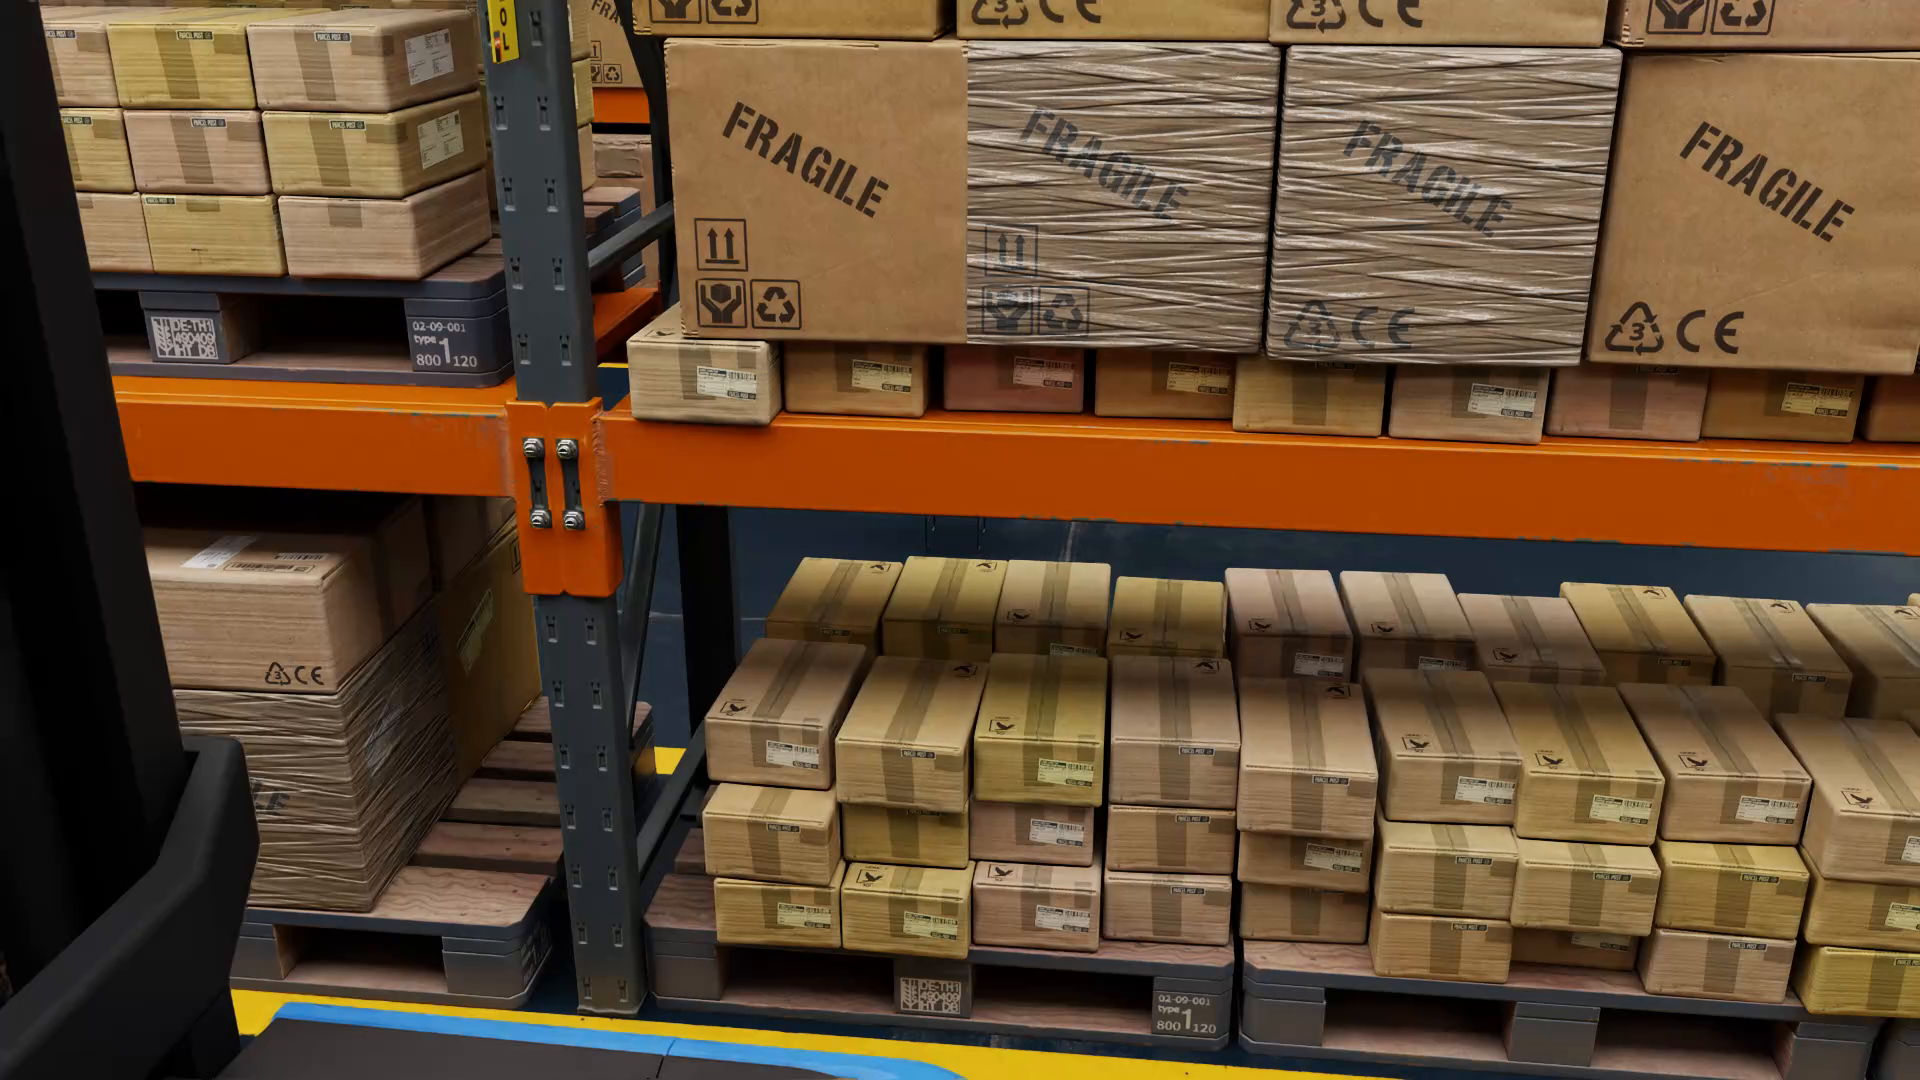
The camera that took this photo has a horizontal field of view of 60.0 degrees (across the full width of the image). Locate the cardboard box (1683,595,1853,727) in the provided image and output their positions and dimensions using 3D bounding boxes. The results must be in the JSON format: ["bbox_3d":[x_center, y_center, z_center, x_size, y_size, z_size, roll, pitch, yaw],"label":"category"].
[{"bbox_3d":[1.768,0.268,3.678,0.250,0.149,0.380,3,22,8],"label":"cardboard box"}]

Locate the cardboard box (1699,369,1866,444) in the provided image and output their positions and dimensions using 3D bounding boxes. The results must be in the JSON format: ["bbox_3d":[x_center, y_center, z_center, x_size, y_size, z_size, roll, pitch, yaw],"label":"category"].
[{"bbox_3d":[1.410,-0.304,2.972,0.250,0.149,0.380,3,22,7],"label":"cardboard box"}]

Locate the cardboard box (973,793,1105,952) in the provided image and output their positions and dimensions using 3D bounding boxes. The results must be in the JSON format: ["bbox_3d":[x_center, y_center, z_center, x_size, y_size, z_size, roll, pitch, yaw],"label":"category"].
[{"bbox_3d":[0.170,0.677,3.454,0.250,0.149,0.380,2,22,6],"label":"cardboard box"}]

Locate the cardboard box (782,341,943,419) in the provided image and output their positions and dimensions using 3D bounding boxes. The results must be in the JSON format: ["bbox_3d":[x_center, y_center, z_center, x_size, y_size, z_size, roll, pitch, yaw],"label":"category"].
[{"bbox_3d":[-0.163,-0.357,3.106,0.250,0.149,0.380,3,22,8],"label":"cardboard box"}]

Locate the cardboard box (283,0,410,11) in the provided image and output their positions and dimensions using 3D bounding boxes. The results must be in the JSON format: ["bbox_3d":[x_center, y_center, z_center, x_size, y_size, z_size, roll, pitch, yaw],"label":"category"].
[{"bbox_3d":[-1.286,-1.140,3.705,0.250,0.149,0.380,3,22,8],"label":"cardboard box"}]

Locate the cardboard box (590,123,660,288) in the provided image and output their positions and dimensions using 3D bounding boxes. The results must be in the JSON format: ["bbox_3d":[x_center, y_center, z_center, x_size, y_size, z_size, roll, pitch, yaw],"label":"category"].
[{"bbox_3d":[-1.512,-1.663,8.384,0.875,0.875,1.225,2,22,4],"label":"cardboard box"}]

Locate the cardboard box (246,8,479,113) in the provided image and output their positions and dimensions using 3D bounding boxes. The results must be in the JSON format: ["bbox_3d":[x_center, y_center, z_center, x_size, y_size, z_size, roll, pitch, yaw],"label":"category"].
[{"bbox_3d":[-1.092,-0.891,3.076,0.250,0.149,0.380,3,22,9],"label":"cardboard box"}]

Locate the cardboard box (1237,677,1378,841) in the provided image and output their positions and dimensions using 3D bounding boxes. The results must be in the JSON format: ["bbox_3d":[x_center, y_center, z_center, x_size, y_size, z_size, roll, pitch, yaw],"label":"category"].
[{"bbox_3d":[0.675,0.425,3.283,0.250,0.149,0.380,3,22,7],"label":"cardboard box"}]

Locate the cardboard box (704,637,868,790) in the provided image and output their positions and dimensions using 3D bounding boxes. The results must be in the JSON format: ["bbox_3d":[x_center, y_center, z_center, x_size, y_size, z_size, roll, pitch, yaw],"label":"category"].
[{"bbox_3d":[-0.353,0.354,3.461,0.250,0.149,0.380,3,22,8],"label":"cardboard box"}]

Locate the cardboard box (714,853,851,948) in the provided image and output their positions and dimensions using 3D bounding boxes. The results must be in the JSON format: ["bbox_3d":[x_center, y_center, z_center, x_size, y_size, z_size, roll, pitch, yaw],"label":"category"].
[{"bbox_3d":[-0.347,0.673,3.463,0.250,0.149,0.380,2,22,4],"label":"cardboard box"}]

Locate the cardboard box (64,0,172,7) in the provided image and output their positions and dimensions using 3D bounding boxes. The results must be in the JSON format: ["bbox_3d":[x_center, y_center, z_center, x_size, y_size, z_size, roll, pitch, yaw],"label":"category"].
[{"bbox_3d":[-1.787,-1.164,3.765,0.250,0.149,0.380,2,22,6],"label":"cardboard box"}]

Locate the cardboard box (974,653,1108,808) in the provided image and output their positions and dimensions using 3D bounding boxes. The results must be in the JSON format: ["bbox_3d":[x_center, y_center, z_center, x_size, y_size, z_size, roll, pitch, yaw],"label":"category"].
[{"bbox_3d":[0.170,0.381,3.394,0.250,0.149,0.380,2,22,6],"label":"cardboard box"}]

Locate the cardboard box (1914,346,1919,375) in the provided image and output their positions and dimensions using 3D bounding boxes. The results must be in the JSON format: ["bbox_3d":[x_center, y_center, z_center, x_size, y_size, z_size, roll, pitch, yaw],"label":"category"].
[{"bbox_3d":[1.809,-0.570,2.761,0.500,0.500,0.500,3,22,6],"label":"cardboard box"}]

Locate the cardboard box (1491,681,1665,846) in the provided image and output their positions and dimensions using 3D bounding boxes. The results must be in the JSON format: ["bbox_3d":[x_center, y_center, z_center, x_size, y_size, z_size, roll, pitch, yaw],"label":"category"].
[{"bbox_3d":[1.196,0.431,3.266,0.250,0.149,0.380,3,22,7],"label":"cardboard box"}]

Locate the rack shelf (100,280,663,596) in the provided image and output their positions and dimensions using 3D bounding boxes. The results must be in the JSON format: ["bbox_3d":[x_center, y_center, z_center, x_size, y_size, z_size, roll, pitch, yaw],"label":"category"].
[{"bbox_3d":[-2.657,-0.342,3.704,4.000,0.370,1.077,2,22,6],"label":"rack shelf"}]

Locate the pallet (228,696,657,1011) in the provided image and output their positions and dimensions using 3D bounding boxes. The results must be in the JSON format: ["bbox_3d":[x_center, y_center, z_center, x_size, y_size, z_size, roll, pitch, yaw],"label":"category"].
[{"bbox_3d":[-1.444,0.674,3.949,1.213,0.211,1.003,2,22,6],"label":"pallet"}]

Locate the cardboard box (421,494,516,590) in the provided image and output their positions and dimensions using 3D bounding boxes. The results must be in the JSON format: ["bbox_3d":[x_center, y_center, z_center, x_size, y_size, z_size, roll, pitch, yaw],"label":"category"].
[{"bbox_3d":[-1.374,-0.100,3.922,0.500,0.250,0.500,2,22,4],"label":"cardboard box"}]

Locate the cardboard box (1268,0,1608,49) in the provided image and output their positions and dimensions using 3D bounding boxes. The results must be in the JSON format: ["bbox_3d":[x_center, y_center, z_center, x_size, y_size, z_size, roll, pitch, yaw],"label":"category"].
[{"bbox_3d":[0.762,-1.081,2.695,0.500,0.500,0.500,3,22,7],"label":"cardboard box"}]

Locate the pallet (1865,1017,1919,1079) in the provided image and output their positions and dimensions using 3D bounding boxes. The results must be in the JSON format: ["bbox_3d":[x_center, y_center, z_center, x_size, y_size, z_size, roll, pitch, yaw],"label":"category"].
[{"bbox_3d":[2.423,0.828,3.557,1.213,0.211,1.003,2,22,6],"label":"pallet"}]

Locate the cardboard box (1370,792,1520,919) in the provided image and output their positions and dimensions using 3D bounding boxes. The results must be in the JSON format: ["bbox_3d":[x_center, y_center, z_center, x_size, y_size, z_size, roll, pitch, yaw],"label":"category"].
[{"bbox_3d":[0.941,0.577,3.301,0.250,0.149,0.380,2,22,6],"label":"cardboard box"}]

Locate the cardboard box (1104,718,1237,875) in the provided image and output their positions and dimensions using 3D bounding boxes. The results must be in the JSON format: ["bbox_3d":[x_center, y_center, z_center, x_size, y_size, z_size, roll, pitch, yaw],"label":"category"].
[{"bbox_3d":[0.427,0.523,3.439,0.250,0.149,0.380,1,22,4],"label":"cardboard box"}]

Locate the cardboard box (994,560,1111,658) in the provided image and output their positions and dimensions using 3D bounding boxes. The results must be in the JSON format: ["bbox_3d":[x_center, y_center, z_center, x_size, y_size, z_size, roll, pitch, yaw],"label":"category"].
[{"bbox_3d":[0.220,0.189,3.879,0.250,0.149,0.380,2,22,6],"label":"cardboard box"}]

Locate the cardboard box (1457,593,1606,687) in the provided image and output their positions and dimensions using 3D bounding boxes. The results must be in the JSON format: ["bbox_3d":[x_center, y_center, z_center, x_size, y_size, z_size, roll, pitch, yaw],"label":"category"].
[{"bbox_3d":[1.251,0.264,3.688,0.250,0.149,0.380,3,22,6],"label":"cardboard box"}]

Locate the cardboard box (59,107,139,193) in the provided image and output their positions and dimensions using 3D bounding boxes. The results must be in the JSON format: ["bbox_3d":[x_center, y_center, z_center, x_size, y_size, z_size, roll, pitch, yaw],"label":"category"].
[{"bbox_3d":[-1.597,-0.775,3.186,0.250,0.149,0.380,3,22,9],"label":"cardboard box"}]

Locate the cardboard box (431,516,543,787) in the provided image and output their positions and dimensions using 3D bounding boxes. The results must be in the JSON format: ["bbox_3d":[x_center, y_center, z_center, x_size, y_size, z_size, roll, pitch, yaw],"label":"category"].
[{"bbox_3d":[-1.373,0.248,4.061,0.500,0.500,0.500,3,22,8],"label":"cardboard box"}]

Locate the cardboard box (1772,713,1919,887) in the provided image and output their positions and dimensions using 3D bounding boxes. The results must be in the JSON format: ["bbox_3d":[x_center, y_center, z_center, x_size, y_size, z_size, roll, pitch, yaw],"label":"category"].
[{"bbox_3d":[1.708,0.484,3.133,0.250,0.149,0.380,3,22,8],"label":"cardboard box"}]

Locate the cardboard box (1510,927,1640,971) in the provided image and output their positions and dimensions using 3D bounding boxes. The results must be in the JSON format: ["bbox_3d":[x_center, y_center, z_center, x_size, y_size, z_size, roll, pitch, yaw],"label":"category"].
[{"bbox_3d":[1.216,0.698,3.400,0.250,0.149,0.380,3,22,8],"label":"cardboard box"}]

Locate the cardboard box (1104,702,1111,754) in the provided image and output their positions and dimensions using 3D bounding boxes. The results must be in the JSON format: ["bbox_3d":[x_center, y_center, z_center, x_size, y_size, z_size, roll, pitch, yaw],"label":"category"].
[{"bbox_3d":[0.455,0.359,3.855,0.250,0.149,0.380,3,22,7],"label":"cardboard box"}]

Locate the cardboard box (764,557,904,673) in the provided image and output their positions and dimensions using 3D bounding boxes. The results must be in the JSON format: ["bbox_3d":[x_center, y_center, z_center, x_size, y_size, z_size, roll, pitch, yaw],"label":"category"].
[{"bbox_3d":[-0.287,0.184,3.891,0.250,0.149,0.380,3,22,8],"label":"cardboard box"}]

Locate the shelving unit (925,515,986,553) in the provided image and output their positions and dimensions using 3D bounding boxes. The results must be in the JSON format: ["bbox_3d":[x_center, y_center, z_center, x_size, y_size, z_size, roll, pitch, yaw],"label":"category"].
[{"bbox_3d":[-0.014,-0.559,5.721,0.189,1.200,0.258,2,22,6],"label":"shelving unit"}]

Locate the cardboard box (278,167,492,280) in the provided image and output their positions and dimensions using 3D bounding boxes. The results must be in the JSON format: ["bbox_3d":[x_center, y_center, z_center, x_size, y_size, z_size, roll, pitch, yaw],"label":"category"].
[{"bbox_3d":[-1.088,-0.613,3.182,0.250,0.149,0.380,2,22,5],"label":"cardboard box"}]

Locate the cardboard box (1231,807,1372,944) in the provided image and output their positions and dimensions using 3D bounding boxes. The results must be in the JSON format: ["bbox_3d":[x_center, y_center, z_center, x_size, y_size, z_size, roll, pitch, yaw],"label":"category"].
[{"bbox_3d":[0.699,0.668,3.476,0.250,0.149,0.380,2,22,4],"label":"cardboard box"}]

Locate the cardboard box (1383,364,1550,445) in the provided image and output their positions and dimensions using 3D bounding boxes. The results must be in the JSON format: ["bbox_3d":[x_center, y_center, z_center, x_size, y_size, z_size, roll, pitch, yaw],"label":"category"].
[{"bbox_3d":[0.885,-0.302,2.966,0.250,0.149,0.380,3,22,9],"label":"cardboard box"}]

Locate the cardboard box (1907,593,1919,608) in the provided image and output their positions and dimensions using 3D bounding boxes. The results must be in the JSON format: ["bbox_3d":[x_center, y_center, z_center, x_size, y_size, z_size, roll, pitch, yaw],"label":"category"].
[{"bbox_3d":[2.298,0.264,3.688,0.250,0.149,0.380,2,22,6],"label":"cardboard box"}]

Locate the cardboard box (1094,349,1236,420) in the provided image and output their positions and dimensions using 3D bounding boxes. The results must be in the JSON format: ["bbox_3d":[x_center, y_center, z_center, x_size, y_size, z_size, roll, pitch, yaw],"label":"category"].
[{"bbox_3d":[0.377,-0.351,3.090,0.250,0.149,0.380,2,22,4],"label":"cardboard box"}]

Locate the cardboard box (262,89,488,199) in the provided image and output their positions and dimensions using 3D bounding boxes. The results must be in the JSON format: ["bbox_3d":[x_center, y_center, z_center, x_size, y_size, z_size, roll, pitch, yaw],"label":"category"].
[{"bbox_3d":[-1.089,-0.752,3.128,0.250,0.149,0.380,3,22,8],"label":"cardboard box"}]

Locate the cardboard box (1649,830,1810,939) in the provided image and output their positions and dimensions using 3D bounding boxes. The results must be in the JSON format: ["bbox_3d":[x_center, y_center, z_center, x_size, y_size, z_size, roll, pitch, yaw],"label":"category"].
[{"bbox_3d":[1.459,0.599,3.246,0.250,0.149,0.380,4,22,9],"label":"cardboard box"}]

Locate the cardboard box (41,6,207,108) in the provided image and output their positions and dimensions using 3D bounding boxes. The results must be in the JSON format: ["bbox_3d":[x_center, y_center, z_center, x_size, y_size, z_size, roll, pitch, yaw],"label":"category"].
[{"bbox_3d":[-1.616,-0.914,3.134,0.250,0.149,0.380,2,22,5],"label":"cardboard box"}]

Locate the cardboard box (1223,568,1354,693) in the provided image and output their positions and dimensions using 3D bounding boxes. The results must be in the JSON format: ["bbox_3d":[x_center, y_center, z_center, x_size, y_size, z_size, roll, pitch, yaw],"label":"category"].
[{"bbox_3d":[0.748,0.207,3.835,0.250,0.149,0.380,1,22,4],"label":"cardboard box"}]

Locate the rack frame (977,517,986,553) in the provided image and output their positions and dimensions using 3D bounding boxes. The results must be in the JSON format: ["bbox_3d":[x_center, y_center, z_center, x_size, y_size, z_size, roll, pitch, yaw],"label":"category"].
[{"bbox_3d":[0.076,-0.555,5.711,0.006,1.200,0.240,2,22,6],"label":"rack frame"}]

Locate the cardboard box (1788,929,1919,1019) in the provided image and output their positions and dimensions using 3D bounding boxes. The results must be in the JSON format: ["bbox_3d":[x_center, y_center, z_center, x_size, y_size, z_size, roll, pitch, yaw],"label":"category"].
[{"bbox_3d":[1.727,0.756,3.255,0.250,0.149,0.380,2,22,4],"label":"cardboard box"}]

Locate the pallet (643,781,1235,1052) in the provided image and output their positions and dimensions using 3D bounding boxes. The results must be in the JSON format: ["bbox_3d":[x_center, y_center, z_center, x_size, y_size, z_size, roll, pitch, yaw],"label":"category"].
[{"bbox_3d":[0.000,0.723,3.824,1.213,0.211,1.003,2,22,6],"label":"pallet"}]

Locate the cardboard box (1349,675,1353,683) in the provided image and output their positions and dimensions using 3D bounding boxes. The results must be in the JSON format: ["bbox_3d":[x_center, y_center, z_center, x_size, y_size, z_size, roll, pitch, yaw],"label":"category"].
[{"bbox_3d":[0.974,0.381,3.797,0.250,0.149,0.380,1,22,4],"label":"cardboard box"}]

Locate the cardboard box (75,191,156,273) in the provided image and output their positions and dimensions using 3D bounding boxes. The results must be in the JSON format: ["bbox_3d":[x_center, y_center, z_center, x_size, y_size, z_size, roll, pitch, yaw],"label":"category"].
[{"bbox_3d":[-1.594,-0.636,3.239,0.250,0.149,0.380,2,22,6],"label":"cardboard box"}]

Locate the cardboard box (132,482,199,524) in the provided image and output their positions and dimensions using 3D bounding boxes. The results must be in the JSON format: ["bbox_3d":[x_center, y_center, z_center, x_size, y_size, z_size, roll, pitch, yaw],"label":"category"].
[{"bbox_3d":[-1.949,0.061,3.514,0.500,0.250,0.500,4,22,9],"label":"cardboard box"}]

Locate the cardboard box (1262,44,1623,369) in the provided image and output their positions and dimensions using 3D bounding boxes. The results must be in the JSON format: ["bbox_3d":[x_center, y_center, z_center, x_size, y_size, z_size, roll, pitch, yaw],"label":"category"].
[{"bbox_3d":[0.780,-0.608,2.857,0.500,0.500,0.500,2,22,5],"label":"cardboard box"}]

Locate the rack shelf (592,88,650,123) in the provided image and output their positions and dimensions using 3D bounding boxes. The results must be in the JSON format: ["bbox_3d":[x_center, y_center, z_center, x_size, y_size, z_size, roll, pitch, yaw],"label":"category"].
[{"bbox_3d":[-1.973,-2.149,8.273,4.000,0.370,1.077,2,22,6],"label":"rack shelf"}]

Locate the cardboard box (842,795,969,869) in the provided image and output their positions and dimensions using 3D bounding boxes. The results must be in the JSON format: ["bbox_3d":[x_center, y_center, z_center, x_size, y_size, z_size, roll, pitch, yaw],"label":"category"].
[{"bbox_3d":[-0.087,0.513,3.465,0.250,0.149,0.380,3,22,7],"label":"cardboard box"}]

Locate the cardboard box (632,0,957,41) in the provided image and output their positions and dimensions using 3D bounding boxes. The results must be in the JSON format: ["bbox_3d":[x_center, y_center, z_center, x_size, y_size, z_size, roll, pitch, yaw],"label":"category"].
[{"bbox_3d":[-0.251,-1.131,2.821,0.500,0.500,0.500,3,22,8],"label":"cardboard box"}]

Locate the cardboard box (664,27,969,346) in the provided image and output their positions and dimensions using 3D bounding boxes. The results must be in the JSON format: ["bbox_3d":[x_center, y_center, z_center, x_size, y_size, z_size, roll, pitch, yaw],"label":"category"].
[{"bbox_3d":[-0.209,-0.661,2.992,0.500,0.500,0.500,2,22,5],"label":"cardboard box"}]
